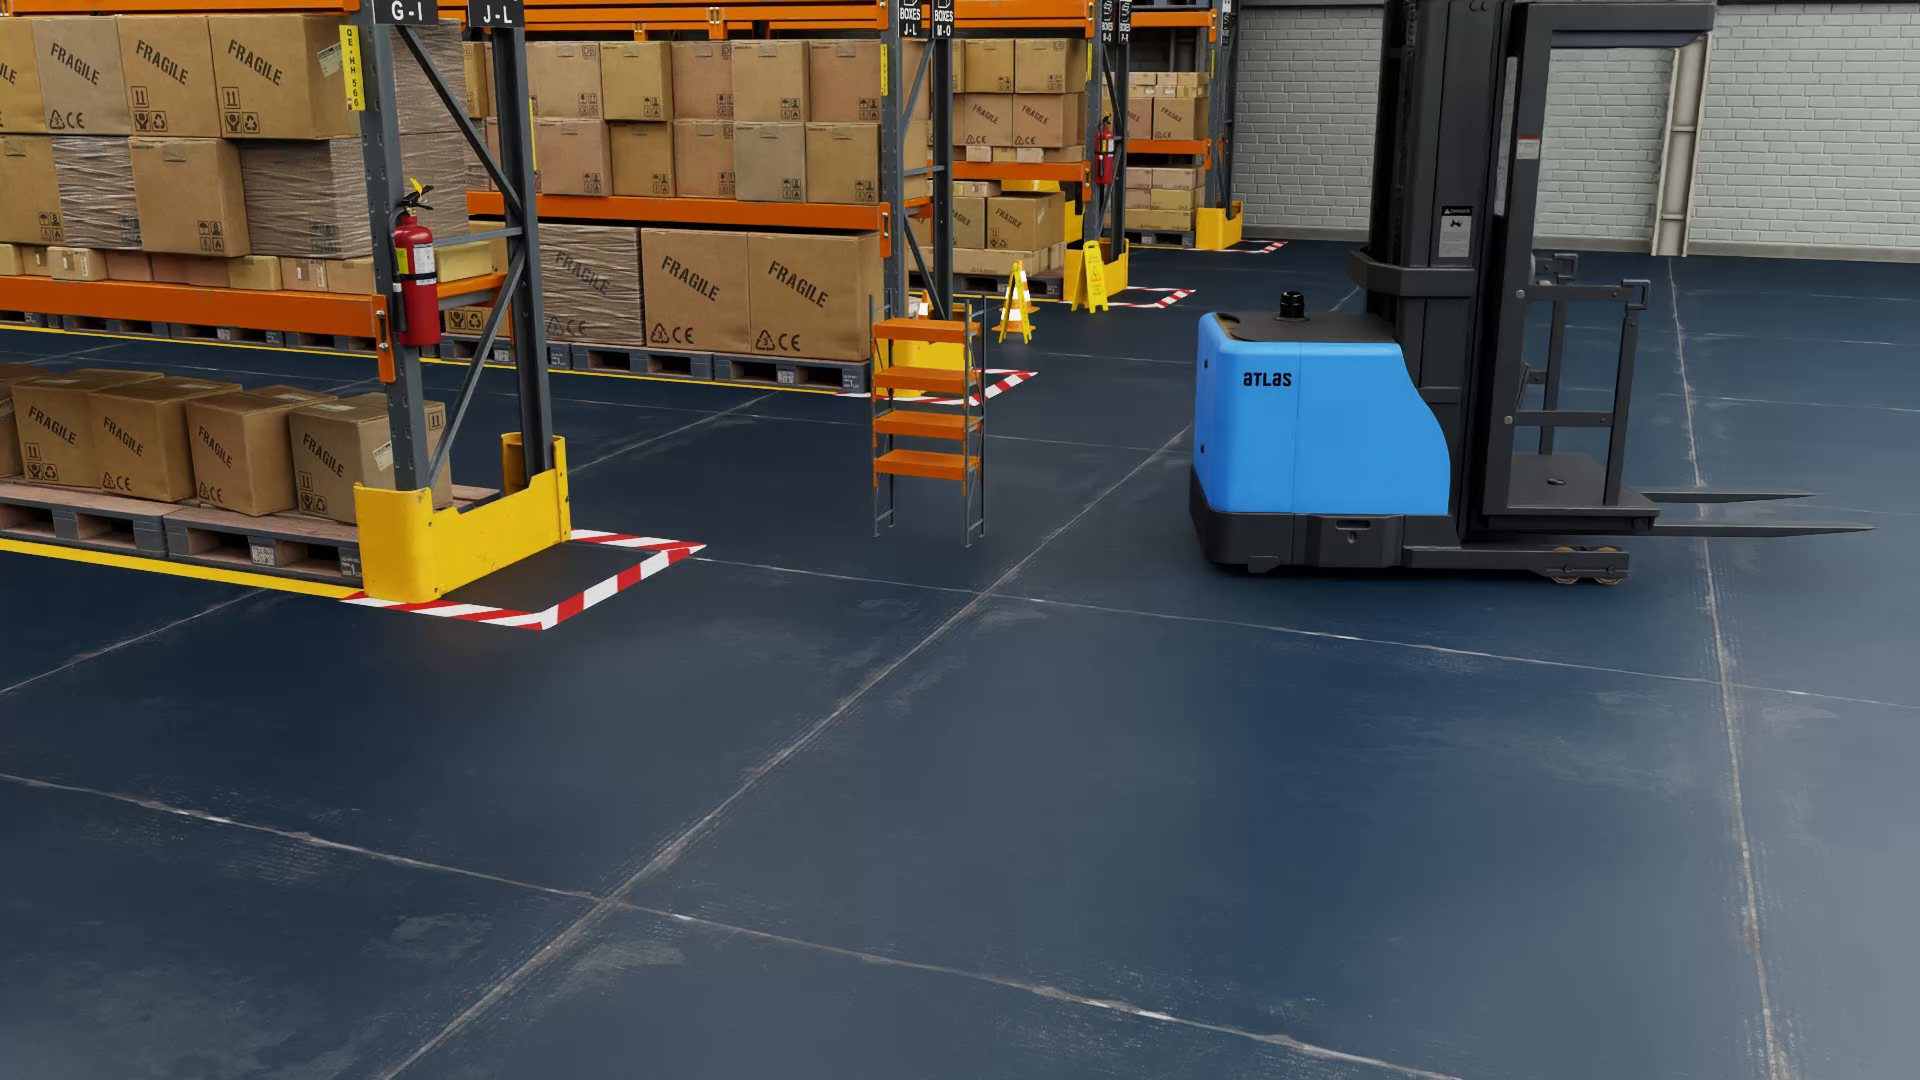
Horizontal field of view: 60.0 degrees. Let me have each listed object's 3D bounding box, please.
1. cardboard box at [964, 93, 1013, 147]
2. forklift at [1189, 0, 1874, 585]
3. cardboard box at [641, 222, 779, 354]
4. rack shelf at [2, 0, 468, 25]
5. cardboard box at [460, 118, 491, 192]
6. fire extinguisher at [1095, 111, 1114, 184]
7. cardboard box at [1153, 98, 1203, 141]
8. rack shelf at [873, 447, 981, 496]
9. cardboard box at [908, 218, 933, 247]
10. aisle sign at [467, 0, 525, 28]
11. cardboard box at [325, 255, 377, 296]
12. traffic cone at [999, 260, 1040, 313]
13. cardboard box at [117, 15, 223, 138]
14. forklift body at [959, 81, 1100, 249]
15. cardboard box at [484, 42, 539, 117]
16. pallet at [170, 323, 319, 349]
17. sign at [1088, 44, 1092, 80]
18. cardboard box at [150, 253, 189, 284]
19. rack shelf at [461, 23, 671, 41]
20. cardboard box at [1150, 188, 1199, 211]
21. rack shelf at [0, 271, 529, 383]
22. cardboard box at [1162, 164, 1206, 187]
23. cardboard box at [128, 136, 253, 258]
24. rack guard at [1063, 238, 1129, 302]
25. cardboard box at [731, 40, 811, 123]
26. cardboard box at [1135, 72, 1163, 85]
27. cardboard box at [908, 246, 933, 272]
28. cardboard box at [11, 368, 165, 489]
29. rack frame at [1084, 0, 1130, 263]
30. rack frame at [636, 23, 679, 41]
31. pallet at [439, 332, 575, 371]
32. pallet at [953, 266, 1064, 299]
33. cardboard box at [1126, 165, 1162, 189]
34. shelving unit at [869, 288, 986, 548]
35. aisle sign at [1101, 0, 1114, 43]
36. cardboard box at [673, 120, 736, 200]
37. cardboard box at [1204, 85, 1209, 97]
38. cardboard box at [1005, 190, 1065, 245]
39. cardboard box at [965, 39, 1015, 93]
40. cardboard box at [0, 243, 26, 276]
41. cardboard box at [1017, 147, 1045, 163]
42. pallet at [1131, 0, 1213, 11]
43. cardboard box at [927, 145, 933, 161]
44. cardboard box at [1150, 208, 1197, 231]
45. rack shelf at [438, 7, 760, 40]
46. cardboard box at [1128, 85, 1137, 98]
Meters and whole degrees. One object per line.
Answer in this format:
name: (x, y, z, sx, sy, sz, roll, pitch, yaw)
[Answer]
cardboard box: (0.361, -4.117, 16.261, 0.500, 0.500, 0.500, 6, 17, 21)
forklift: (2.658, -1.358, 7.594, 3.031, 2.935, 1.130, 1, 16, 2)
cardboard box: (-1.765, -1.918, 12.459, 0.875, 0.875, 0.875, 6, 17, 20)
rack shelf: (-5.872, -4.304, 13.530, 4.000, 0.370, 1.077, 6, 17, 21)
cardboard box: (-3.664, -3.042, 13.002, 0.550, 0.550, 0.875, 6, 17, 21)
fire extinguisher: (1.369, -3.721, 15.750, 0.183, 0.674, 0.296, 6, 17, 21)
cardboard box: (2.695, -5.207, 20.552, 0.500, 0.500, 0.500, 6, 17, 19)
rack shelf: (-0.154, -0.338, 8.139, 0.480, 0.148, 0.258, 6, 17, 21)
cardboard box: (-0.363, -3.251, 16.826, 0.500, 0.500, 0.500, 6, 17, 19)
aisle sign: (-2.037, -2.639, 7.221, 0.004, 0.787, 0.394, 6, 17, 21)
cardboard box: (-2.546, -1.174, 7.289, 0.250, 0.149, 0.380, 6, 17, 21)
traffic cone: (0.558, -2.381, 15.544, 0.334, 0.463, 0.336, 6, 17, 21)
cardboard box: (-3.274, -2.032, 7.287, 0.500, 0.500, 0.500, 6, 17, 21)
forklift body: (0.816, -4.490, 19.783, 1.214, 2.155, 2.313, 6, 17, 21)
cardboard box: (-3.127, -3.522, 12.721, 0.550, 0.550, 0.875, 6, 17, 21)
pallet: (-5.896, -1.849, 14.164, 1.213, 0.211, 1.003, 6, 17, 21)
sign: (1.209, -4.455, 15.497, 0.005, 0.325, 0.100, 6, 17, 21)
cardboard box: (-3.474, -1.278, 7.647, 0.250, 0.149, 0.380, 6, 17, 21)
rack shelf: (-6.053, -7.295, 23.833, 4.000, 0.370, 1.077, 6, 17, 21)
cardboard box: (2.682, -4.267, 20.774, 0.500, 0.250, 0.500, 6, 17, 20)
rack shelf: (-4.065, -1.178, 8.143, 4.000, 0.370, 1.077, 6, 17, 21)
cardboard box: (2.871, -4.637, 21.151, 0.500, 0.250, 0.500, 6, 17, 20)
cardboard box: (-3.216, -1.594, 7.570, 0.500, 0.500, 0.875, 6, 17, 21)
rack guard: (1.361, -2.697, 16.566, 0.348, 0.500, 1.175, 6, 17, 21)
cardboard box: (-1.167, -3.266, 11.839, 0.550, 0.550, 0.875, 6, 17, 21)
cardboard box: (2.344, -5.698, 20.546, 0.250, 0.149, 0.380, 7, 17, 22)
cardboard box: (-0.387, -2.891, 16.929, 0.500, 0.250, 0.500, 6, 17, 19)
cardboard box: (-4.426, -0.579, 8.517, 0.500, 0.500, 0.500, 5, 17, 16)
rack frame: (1.431, -3.889, 16.191, 0.127, 3.000, 1.000, 6, 17, 21)
rack frame: (-4.193, -5.996, 23.446, 0.127, 3.000, 1.000, 6, 17, 21)
pallet: (-3.333, -1.567, 13.194, 1.213, 0.211, 1.003, 6, 17, 21)
pallet: (0.618, -2.650, 16.924, 1.213, 0.211, 1.003, 6, 17, 21)
cardboard box: (2.229, -4.555, 20.870, 0.500, 0.250, 0.500, 7, 17, 22)
shelving unit: (-0.154, -0.593, 8.065, 0.503, 1.200, 0.258, 6, 17, 21)
aisle sign: (1.383, -5.056, 15.548, 0.004, 0.787, 0.394, 6, 17, 21)
cardboard box: (-1.647, -2.834, 12.286, 0.550, 0.550, 0.875, 6, 17, 21)
cardboard box: (3.029, -5.639, 20.874, 0.250, 0.149, 0.380, 6, 17, 19)
cardboard box: (0.760, -3.287, 16.950, 0.500, 0.500, 0.500, 6, 17, 19)
cardboard box: (0.408, -4.610, 16.166, 0.500, 0.500, 0.700, 6, 17, 21)
cardboard box: (-4.436, -1.358, 7.921, 0.250, 0.149, 0.380, 6, 17, 21)
cardboard box: (0.729, -3.749, 16.157, 0.250, 0.149, 0.380, 6, 17, 20)
pallet: (2.601, -6.654, 20.493, 1.213, 0.211, 1.003, 6, 17, 21)
cardboard box: (-0.211, -3.864, 16.555, 0.250, 0.149, 0.380, 6, 17, 20)
cardboard box: (2.696, -4.025, 20.835, 0.500, 0.250, 0.500, 6, 17, 21)
rack shelf: (-4.150, -5.598, 17.987, 4.000, 0.370, 1.077, 6, 17, 21)
cardboard box: (2.130, -5.589, 20.701, 0.250, 0.149, 0.380, 6, 17, 20)
